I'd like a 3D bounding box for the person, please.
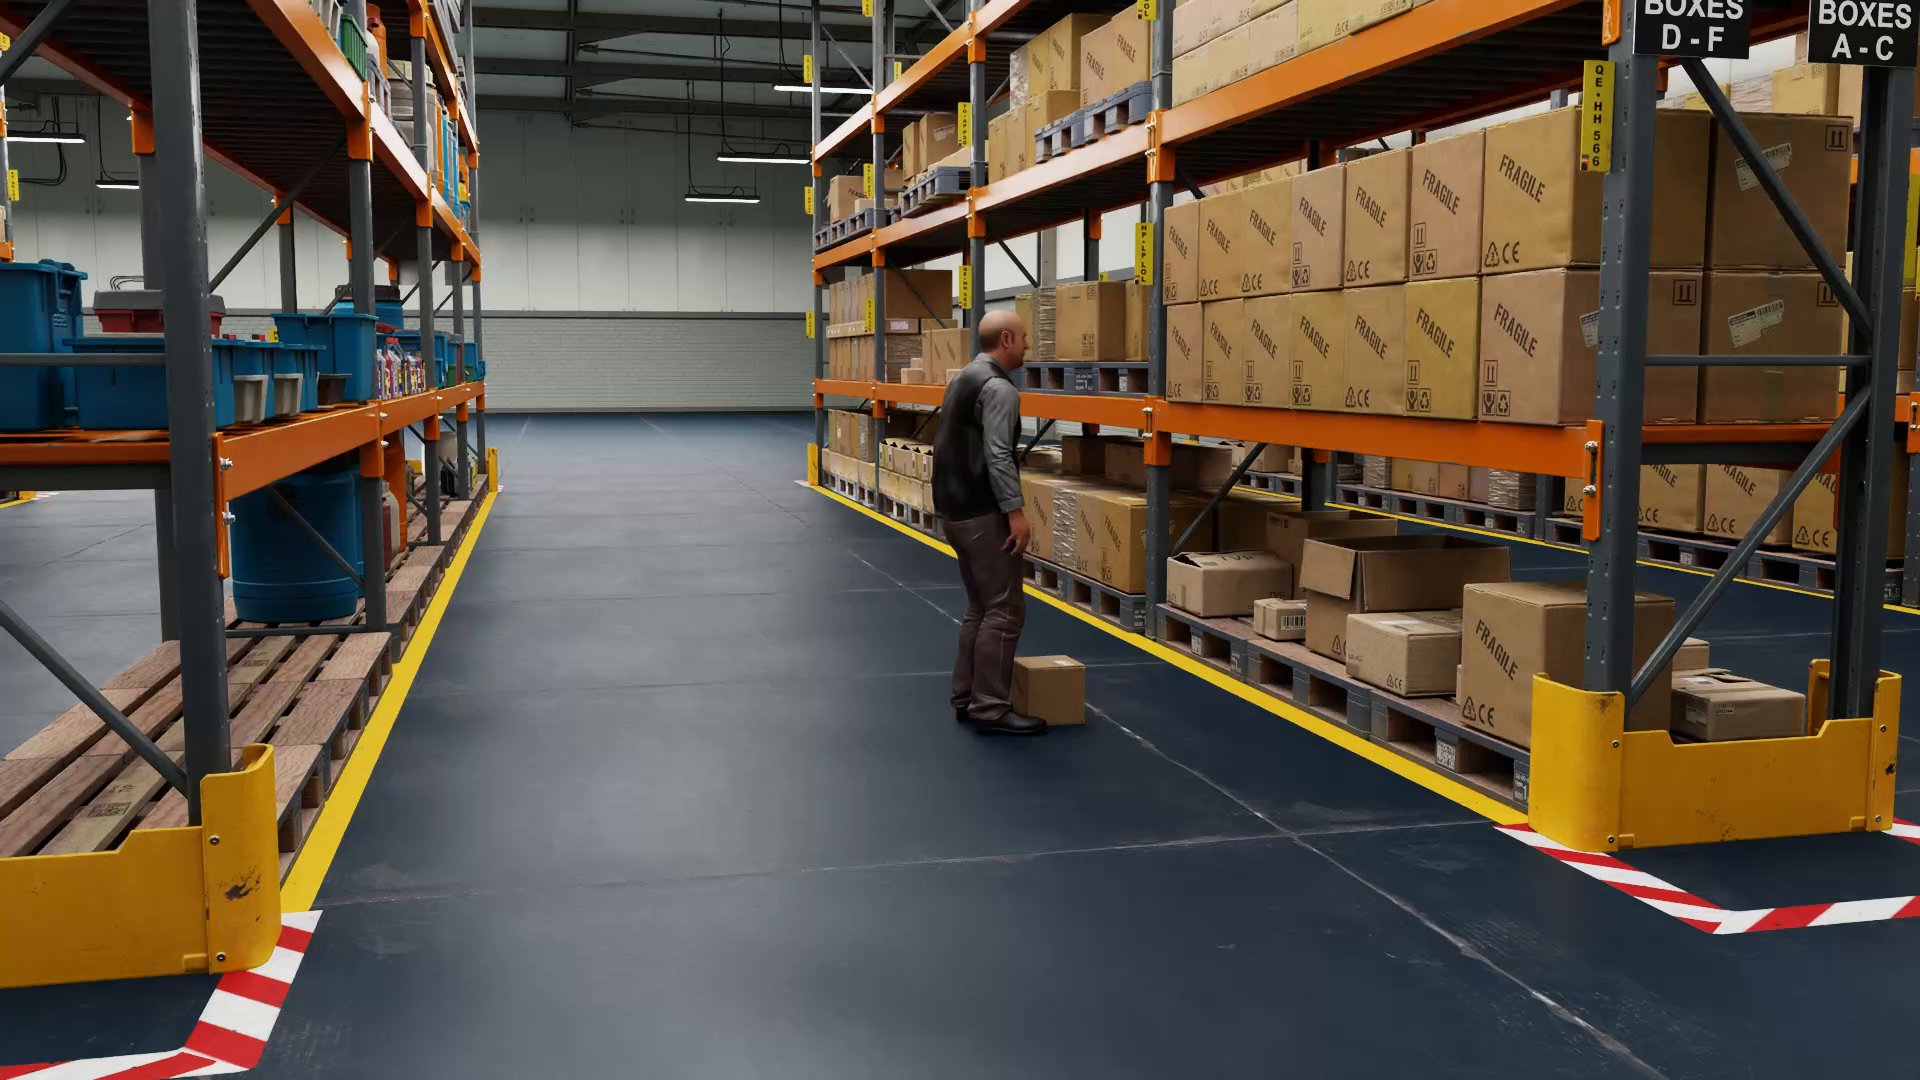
[{"bbox_3d":[0.097,-0.088,6.876,0.409,1.722,0.589,-2,6,-16],"label":"person"}]
